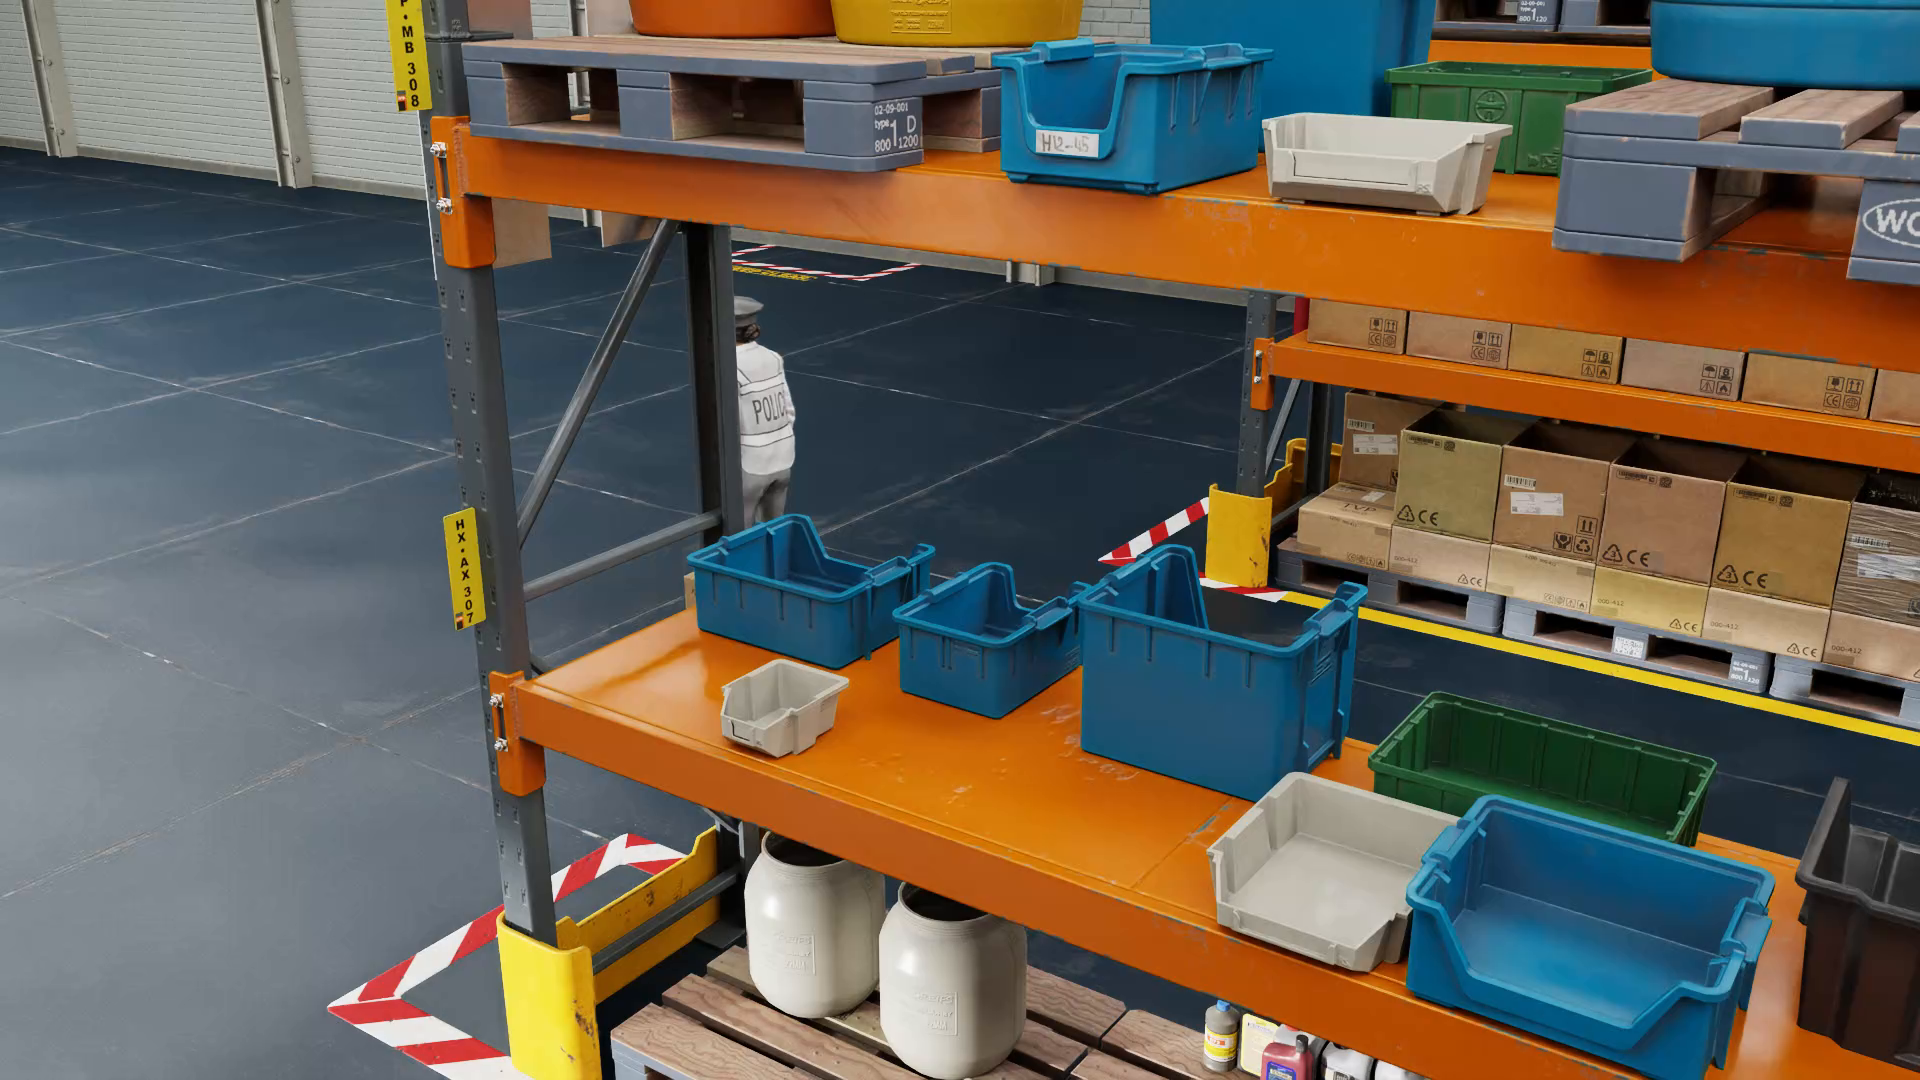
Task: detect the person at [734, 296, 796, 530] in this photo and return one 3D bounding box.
[{"bbox_3d":[-1.012,-0.340,8.005,0.403,1.664,0.530,13,24,32],"label":"person"}]
